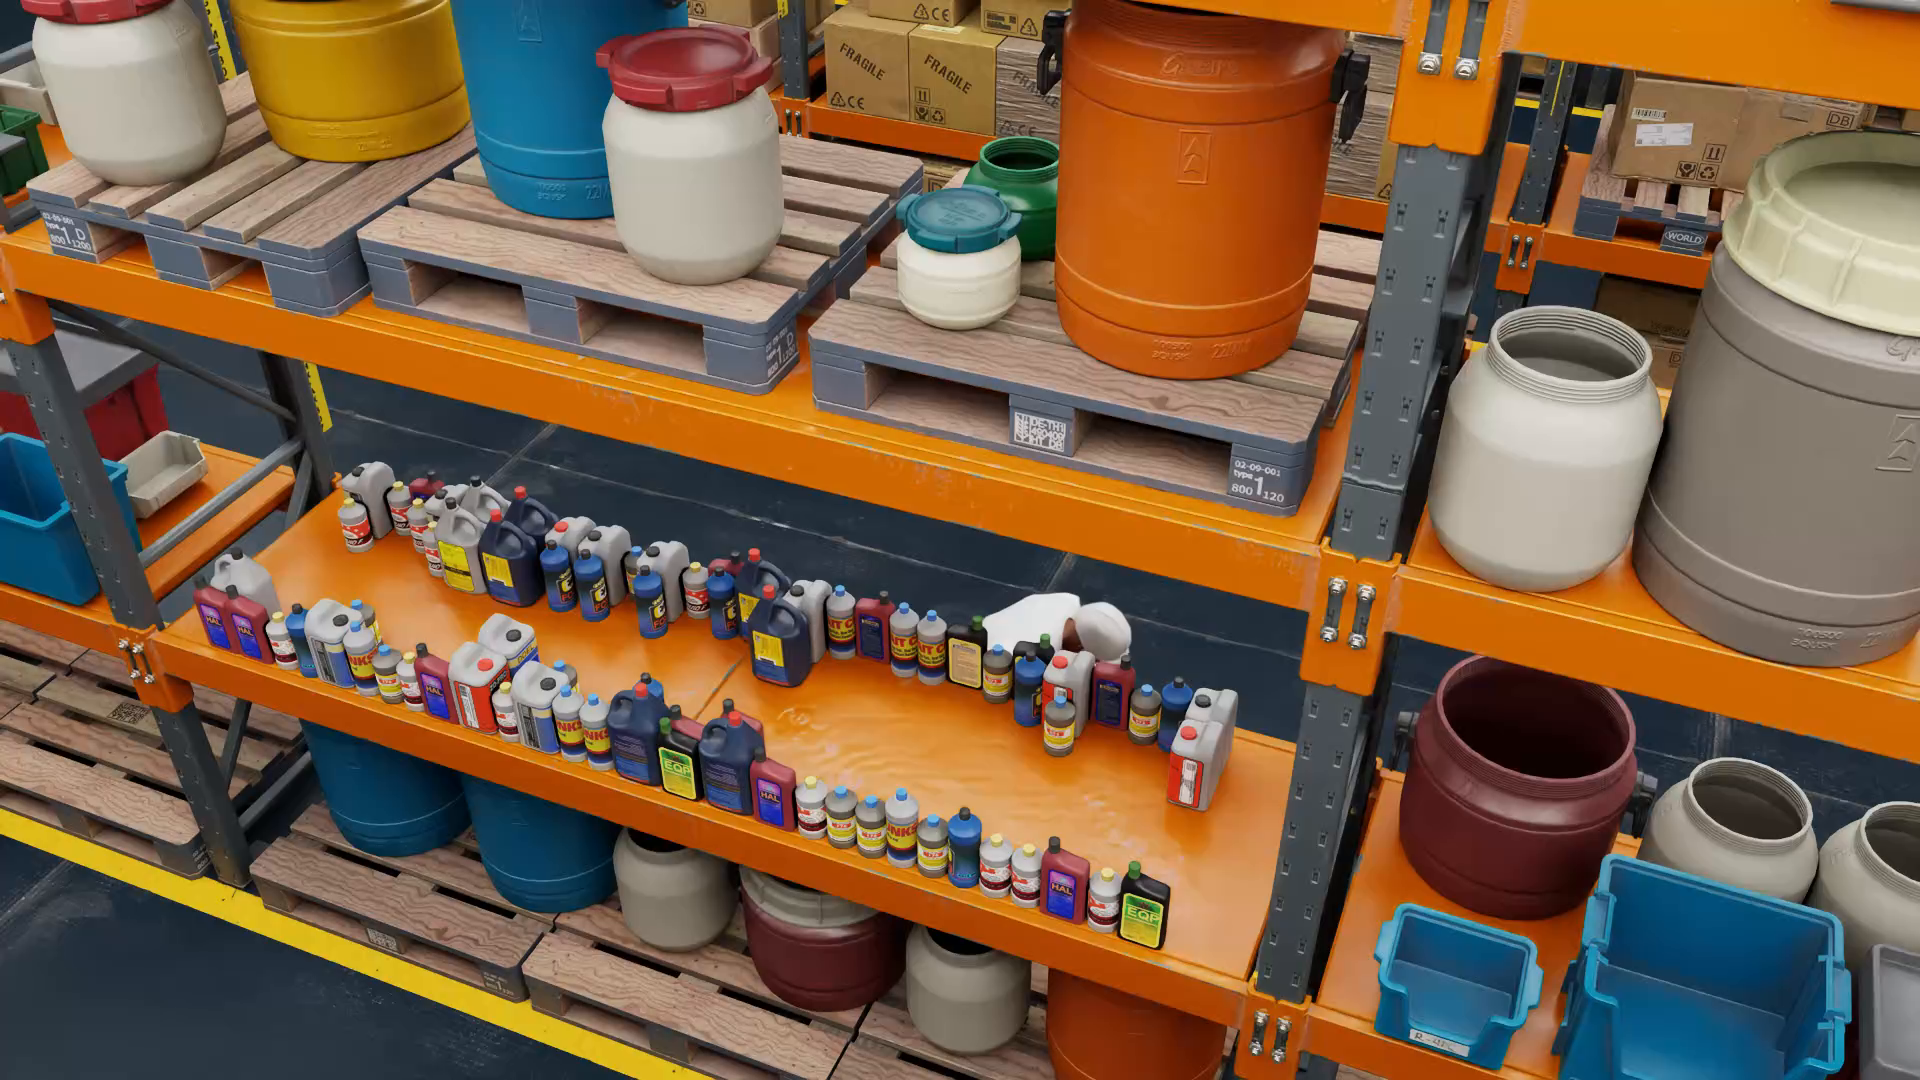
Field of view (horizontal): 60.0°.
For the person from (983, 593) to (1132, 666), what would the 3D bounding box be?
[{"bbox_3d":[0.315,0.590,6.661,0.921,1.007,0.547,20,42,24],"label":"person"}]
